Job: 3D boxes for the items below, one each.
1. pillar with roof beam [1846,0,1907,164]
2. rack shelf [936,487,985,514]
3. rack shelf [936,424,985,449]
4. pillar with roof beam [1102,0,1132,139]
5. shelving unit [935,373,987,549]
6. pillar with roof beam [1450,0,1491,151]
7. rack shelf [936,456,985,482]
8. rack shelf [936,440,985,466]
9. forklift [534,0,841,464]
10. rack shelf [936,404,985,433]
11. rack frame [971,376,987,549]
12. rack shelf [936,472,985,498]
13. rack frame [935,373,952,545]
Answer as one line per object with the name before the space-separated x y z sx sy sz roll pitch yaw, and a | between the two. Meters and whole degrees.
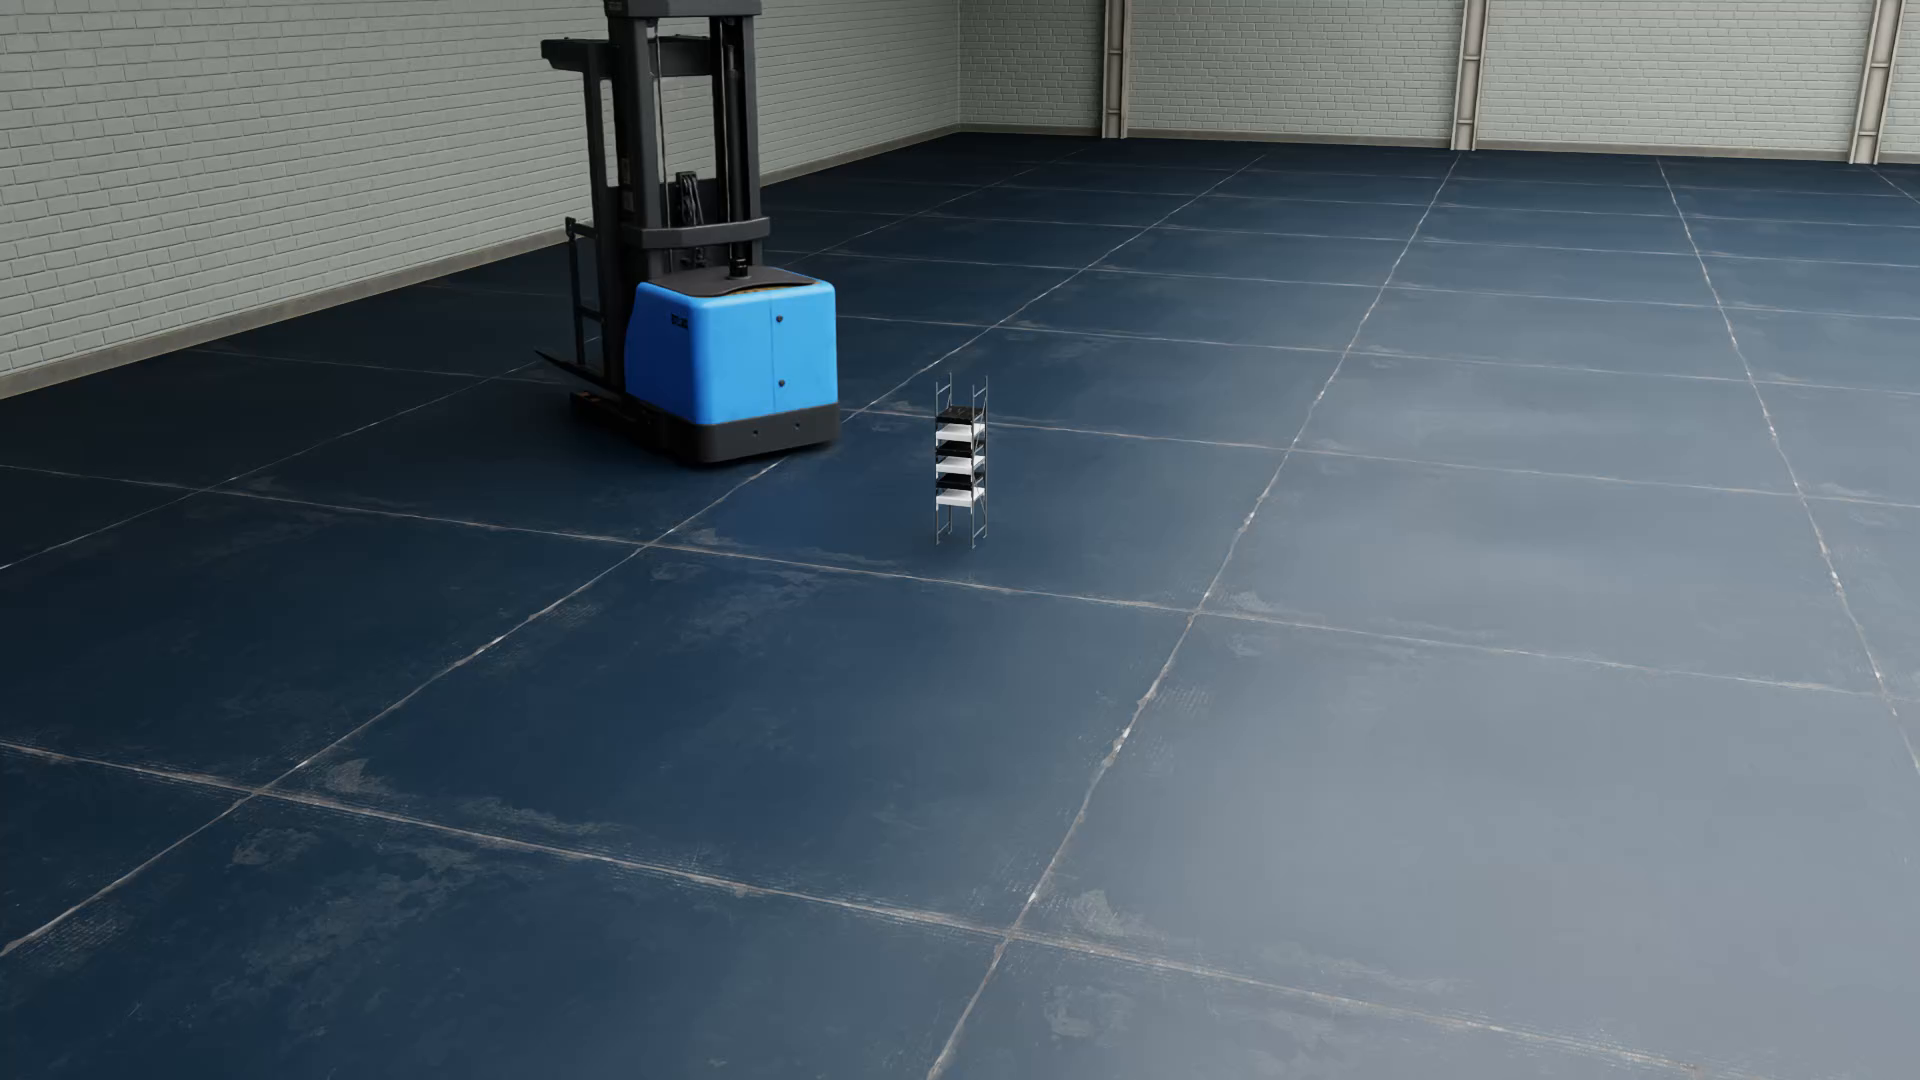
pillar with roof beam | 12.683 -8.809 20.676 0.400 9.000 9.100 7 20 18
rack shelf | 0.008 -0.223 8.996 0.200 0.077 0.258 7 20 18
rack shelf | 0.008 -0.563 8.877 0.200 0.077 0.258 7 20 18
pillar with roof beam | 1.347 -10.105 24.395 0.400 9.000 9.100 7 20 18
shelving unit | 0.008 -0.424 8.926 0.210 0.900 0.258 7 20 18
pillar with roof beam | 7.015 -9.457 22.536 0.400 9.000 9.100 7 20 18
rack shelf | 0.008 -0.393 8.937 0.200 0.077 0.258 7 20 18
rack shelf | 0.008 -0.478 8.907 0.200 0.077 0.258 7 20 18
forklift | -2.050 -2.279 11.162 1.130 2.935 3.031 -14 23 -34
rack shelf | 0.008 -0.648 8.848 0.200 0.077 0.258 7 20 18
rack frame | 0.104 -0.413 8.894 0.006 0.900 0.240 7 20 18
rack shelf | 0.008 -0.308 8.966 0.200 0.077 0.258 7 20 18
rack frame | -0.088 -0.435 8.957 0.006 0.900 0.240 7 20 18
